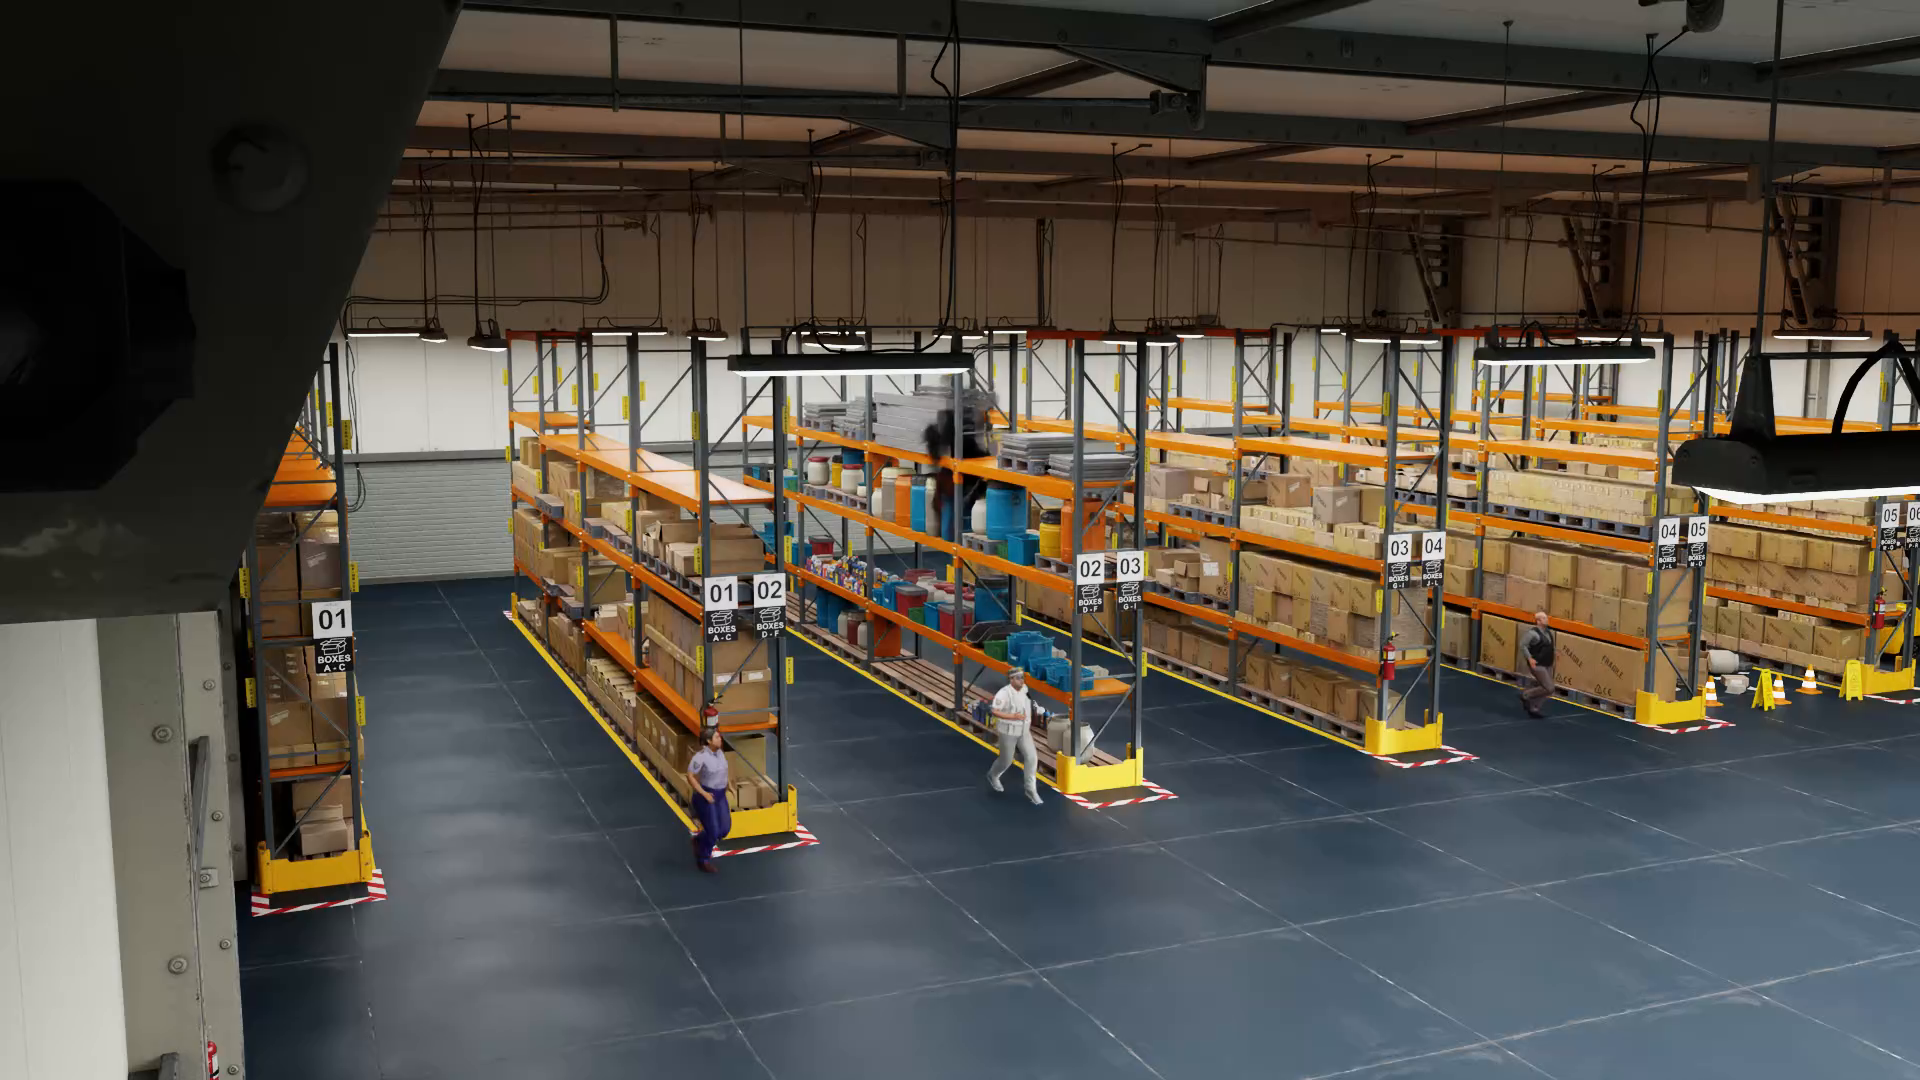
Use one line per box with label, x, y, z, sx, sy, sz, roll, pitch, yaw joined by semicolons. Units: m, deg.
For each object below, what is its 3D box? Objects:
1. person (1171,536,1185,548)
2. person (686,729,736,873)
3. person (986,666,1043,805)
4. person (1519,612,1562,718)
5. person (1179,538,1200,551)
person;5.572;-0.147;42.050;0.594;1.574;0.535;-3;8;-20
person;-2.868;2.966;19.107;0.532;1.603;0.668;4;9;30
person;0.691;2.517;21.739;0.690;1.812;0.941;-6;10;-35
person;9.119;1.967;26.038;0.652;1.678;0.569;-7;10;-40
person;5.625;-0.168;41.616;0.949;1.688;0.727;5;9;32
